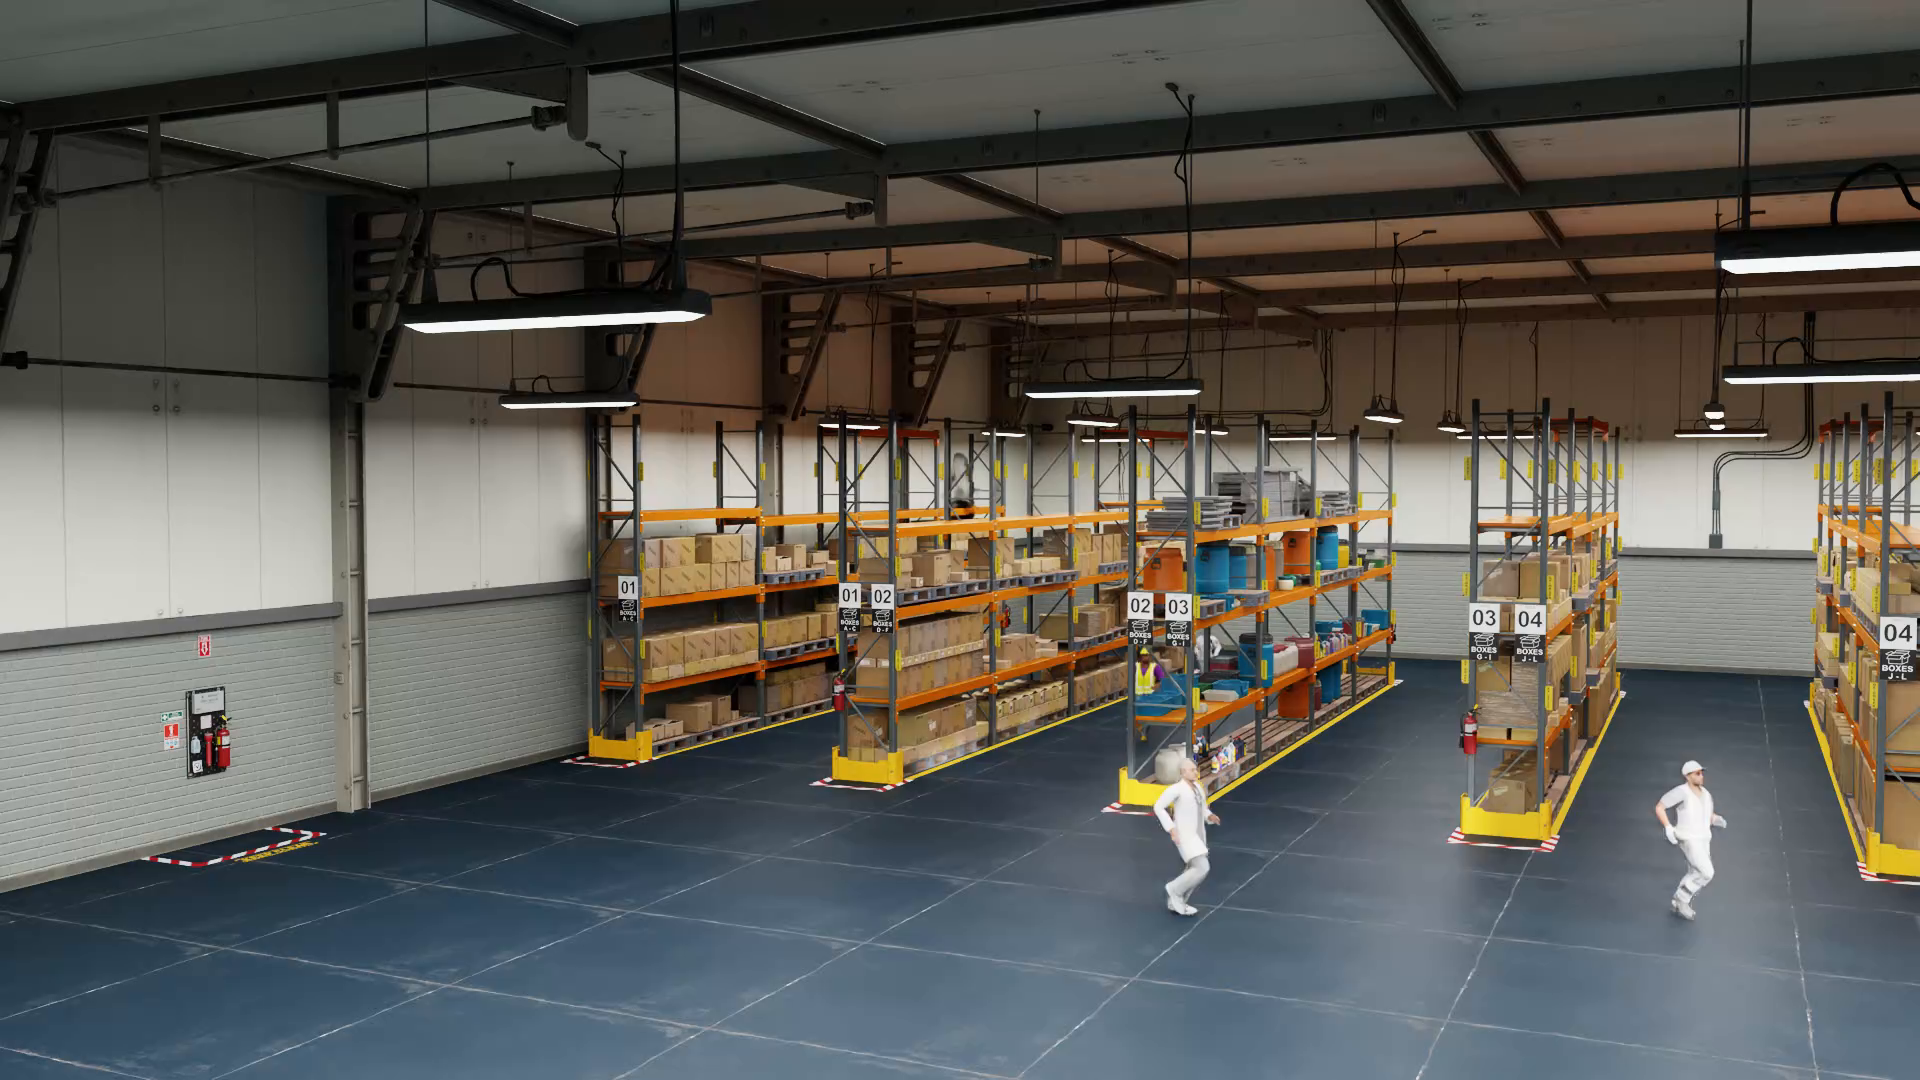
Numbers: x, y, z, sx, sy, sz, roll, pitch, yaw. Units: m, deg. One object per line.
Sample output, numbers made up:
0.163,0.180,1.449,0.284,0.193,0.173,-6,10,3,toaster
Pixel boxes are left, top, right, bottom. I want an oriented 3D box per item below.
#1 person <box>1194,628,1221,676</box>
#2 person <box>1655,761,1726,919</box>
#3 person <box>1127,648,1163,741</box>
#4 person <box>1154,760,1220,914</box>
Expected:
5.401,2.664,36.534,0.588,1.680,0.637,1,2,20,person
8.194,3.342,18.502,0.646,1.748,0.656,-1,3,-29,person
3.436,2.872,30.911,0.701,1.716,0.587,1,2,13,person
2.607,3.350,18.668,0.672,1.740,0.690,2,3,40,person
